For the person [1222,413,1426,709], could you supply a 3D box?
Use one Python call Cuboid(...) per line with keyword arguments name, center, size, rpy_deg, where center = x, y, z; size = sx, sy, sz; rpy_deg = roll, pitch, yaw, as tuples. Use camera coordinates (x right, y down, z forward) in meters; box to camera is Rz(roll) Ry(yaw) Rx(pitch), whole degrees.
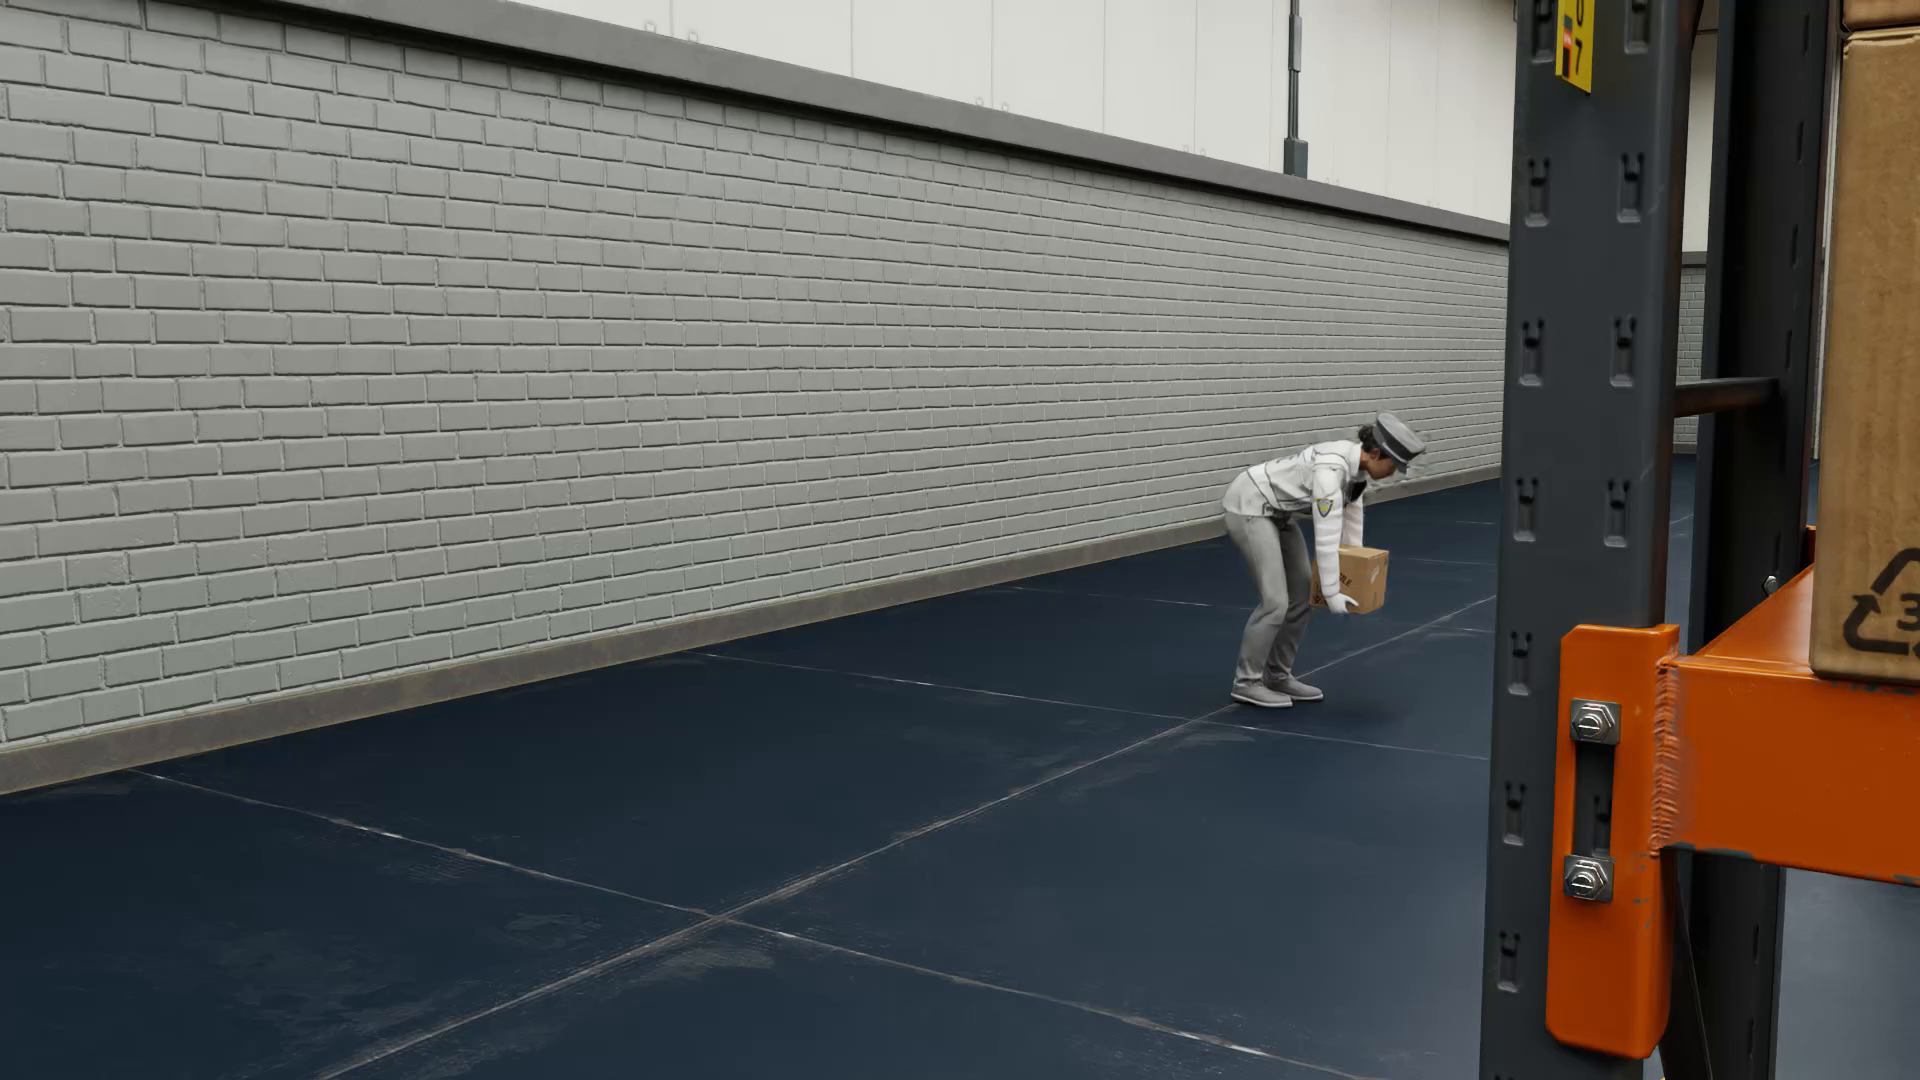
Cuboid(name="person", center=(1.592, 0.091, 7.324), size=(0.886, 1.306, 0.407), rpy_deg=(4, 8, 32))
